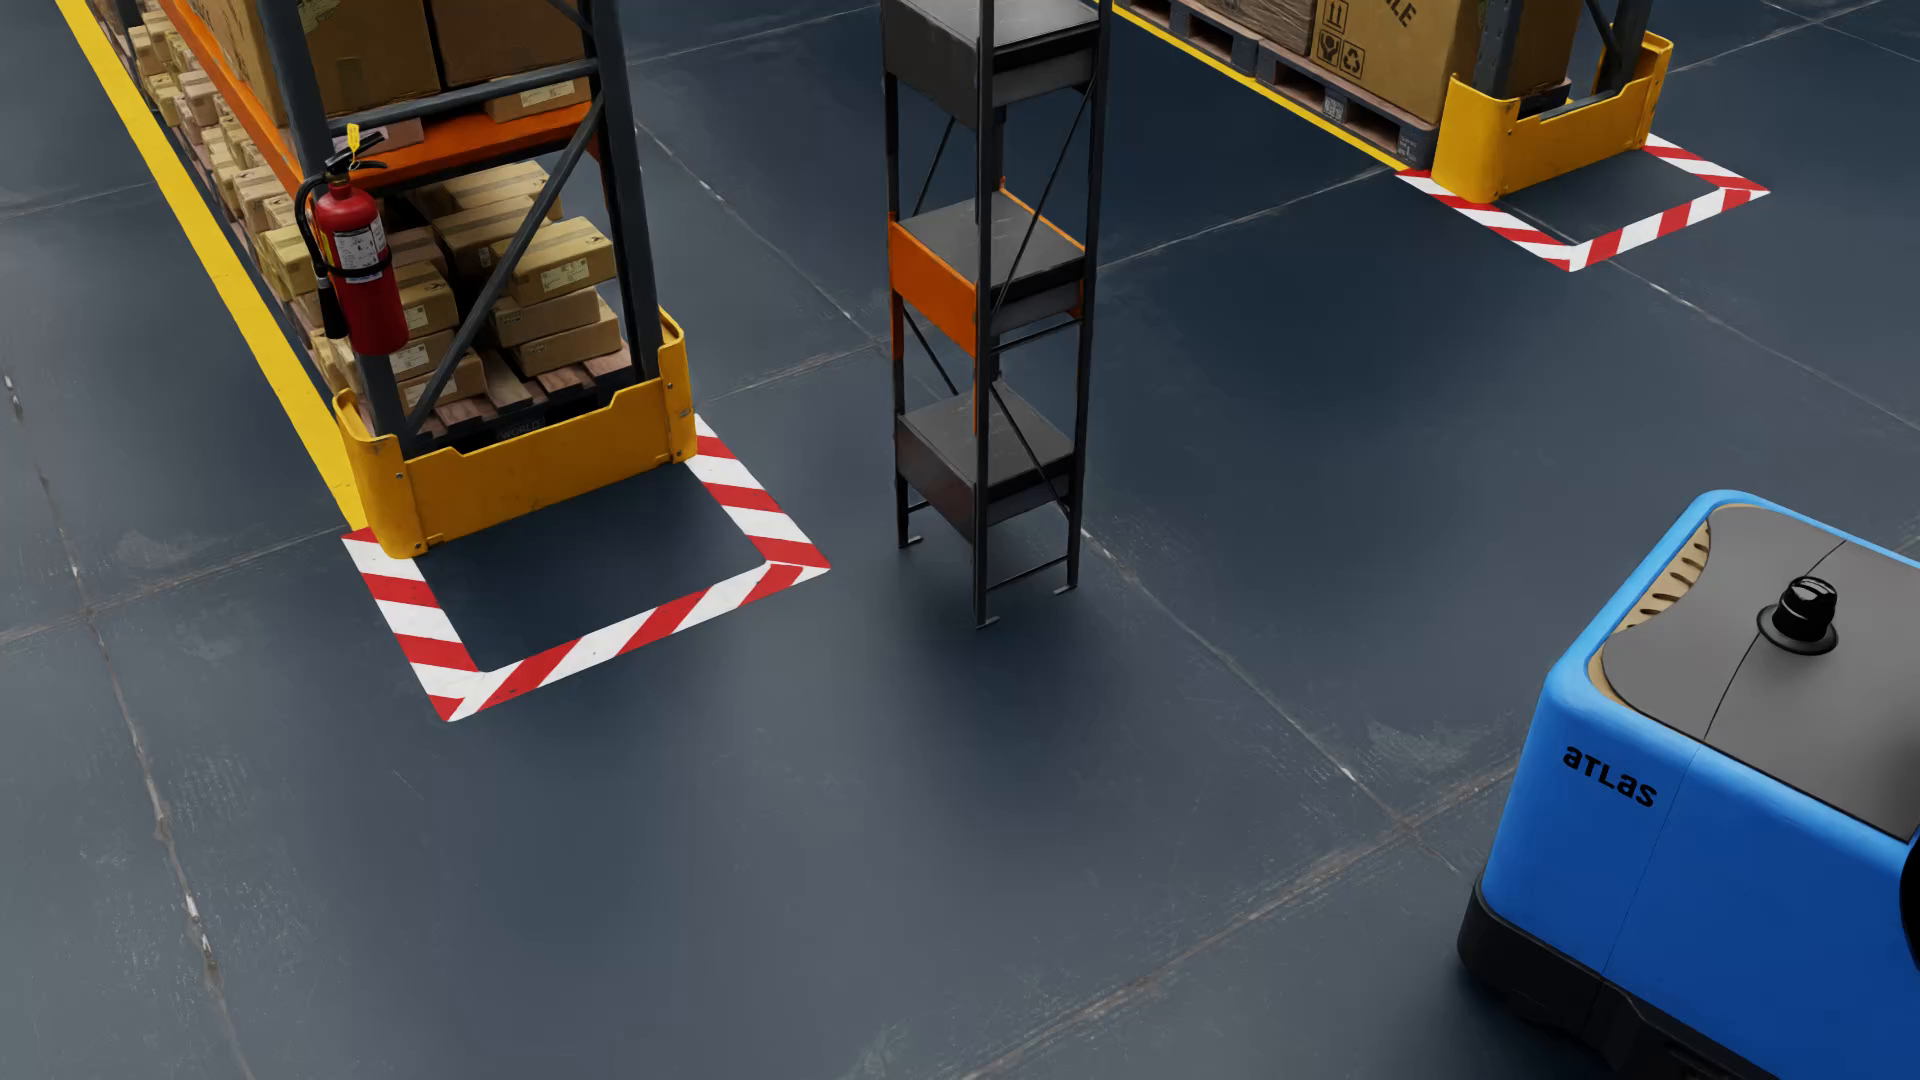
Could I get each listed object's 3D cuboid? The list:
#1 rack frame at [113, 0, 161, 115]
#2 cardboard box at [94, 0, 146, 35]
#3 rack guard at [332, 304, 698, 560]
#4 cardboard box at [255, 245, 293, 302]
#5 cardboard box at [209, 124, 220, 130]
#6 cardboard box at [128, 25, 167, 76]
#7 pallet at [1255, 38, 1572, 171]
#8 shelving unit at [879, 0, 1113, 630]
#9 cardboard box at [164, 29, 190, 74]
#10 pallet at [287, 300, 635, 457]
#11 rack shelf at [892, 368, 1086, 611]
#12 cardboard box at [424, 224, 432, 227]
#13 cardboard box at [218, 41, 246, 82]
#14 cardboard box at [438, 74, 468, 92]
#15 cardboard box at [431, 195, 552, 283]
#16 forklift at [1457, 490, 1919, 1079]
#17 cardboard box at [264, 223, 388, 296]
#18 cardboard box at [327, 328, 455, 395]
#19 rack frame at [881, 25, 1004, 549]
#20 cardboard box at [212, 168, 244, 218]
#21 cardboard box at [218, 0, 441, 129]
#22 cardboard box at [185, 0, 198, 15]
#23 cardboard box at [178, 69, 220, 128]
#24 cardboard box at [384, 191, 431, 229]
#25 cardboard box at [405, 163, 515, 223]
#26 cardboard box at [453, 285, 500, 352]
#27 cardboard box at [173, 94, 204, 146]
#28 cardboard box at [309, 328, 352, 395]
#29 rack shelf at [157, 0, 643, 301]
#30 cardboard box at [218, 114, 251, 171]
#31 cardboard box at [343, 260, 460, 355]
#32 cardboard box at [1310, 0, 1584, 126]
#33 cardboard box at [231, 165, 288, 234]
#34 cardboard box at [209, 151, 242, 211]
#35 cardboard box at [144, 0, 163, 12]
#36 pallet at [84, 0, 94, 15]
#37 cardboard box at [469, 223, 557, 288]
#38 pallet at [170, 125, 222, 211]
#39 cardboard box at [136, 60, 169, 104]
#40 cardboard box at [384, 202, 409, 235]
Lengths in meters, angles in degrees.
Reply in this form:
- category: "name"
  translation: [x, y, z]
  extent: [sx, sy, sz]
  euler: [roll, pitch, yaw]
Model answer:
- category: "rack frame"
  translation: [-3.638, -3.481, 7.585]
  extent: [1.000, 3.000, 0.127]
  euler: [-22, 45, -24]
- category: "cardboard box"
  translation: [-4.249, -2.995, 8.626]
  extent: [0.500, 0.500, 0.500]
  euler: [-23, 45, -25]
- category: "rack guard"
  translation: [-1.528, -0.403, 5.843]
  extent: [1.175, 0.500, 0.348]
  euler: [-22, 45, -24]
- category: "cardboard box"
  translation: [-2.573, -1.122, 6.652]
  extent: [0.380, 0.149, 0.250]
  euler: [-24, 46, -26]
- category: "cardboard box"
  translation: [-3.069, -1.828, 7.267]
  extent: [0.380, 0.149, 0.250]
  euler: [-20, 44, -22]
- category: "cardboard box"
  translation: [-3.713, -2.356, 7.901]
  extent: [0.380, 0.149, 0.250]
  euler: [-20, 44, -22]
- category: "pallet"
  translation: [2.253, -2.308, 8.355]
  extent: [1.003, 0.211, 1.213]
  euler: [-22, 45, -24]
- category: "shelving unit"
  translation: [0.089, -0.717, 4.971]
  extent: [0.431, 2.100, 0.503]
  euler: [-22, 45, -24]
- category: "cardboard box"
  translation: [-3.352, -2.230, 7.517]
  extent: [0.380, 0.149, 0.250]
  euler: [-23, 45, -25]
- category: "pallet"
  translation: [-1.935, -0.743, 6.476]
  extent: [1.003, 0.211, 1.213]
  euler: [-22, 45, -24]
- category: "rack shelf"
  translation: [0.089, -0.169, 5.427]
  extent: [0.431, 0.518, 0.480]
  euler: [-22, 45, -24]
- category: "cardboard box"
  translation: [-2.111, -1.307, 6.874]
  extent: [0.380, 0.149, 0.250]
  euler: [-22, 45, -24]
- category: "cardboard box"
  translation: [-2.308, -1.712, 5.657]
  extent: [0.380, 0.149, 0.250]
  euler: [-21, 44, -23]
- category: "cardboard box"
  translation: [-1.557, -1.637, 5.567]
  extent: [0.380, 0.149, 0.250]
  euler: [-21, 44, -23]
- category: "cardboard box"
  translation: [-1.732, -1.124, 6.190]
  extent: [0.380, 0.149, 0.250]
  euler: [-21, 44, -24]
- category: "forklift"
  translation: [2.745, 0.395, 2.986]
  extent: [3.031, 2.935, 1.130]
  euler: [29, 48, 30]
- category: "cardboard box"
  translation: [-2.319, -1.067, 6.121]
  extent: [0.380, 0.149, 0.250]
  euler: [-23, 45, -25]
- category: "cardboard box"
  translation: [-2.012, -0.689, 5.901]
  extent: [0.380, 0.149, 0.250]
  euler: [-23, 45, -25]
- category: "rack frame"
  translation: [-0.042, -0.849, 5.129]
  extent: [0.400, 2.100, 0.015]
  euler: [-22, 45, -24]
- category: "cardboard box"
  translation: [-2.981, -1.554, 7.171]
  extent: [0.380, 0.149, 0.250]
  euler: [-23, 45, -26]
- category: "cardboard box"
  translation: [-1.946, -1.629, 5.051]
  extent: [0.500, 0.500, 0.500]
  euler: [-21, 44, -24]
- category: "cardboard box"
  translation: [-2.499, -2.179, 5.711]
  extent: [0.500, 0.500, 0.500]
  euler: [-22, 45, -24]
- category: "cardboard box"
  translation: [-3.125, -1.932, 7.159]
  extent: [0.380, 0.149, 0.250]
  euler: [-21, 44, -24]
- category: "cardboard box"
  translation: [-2.128, -1.429, 6.788]
  extent: [0.380, 0.149, 0.250]
  euler: [-24, 46, -26]
- category: "cardboard box"
  translation: [-1.963, -1.410, 6.533]
  extent: [0.380, 0.149, 0.250]
  euler: [-24, 46, -26]
- category: "cardboard box"
  translation: [-1.709, -0.894, 6.379]
  extent: [0.380, 0.149, 0.250]
  euler: [-22, 45, -25]
- category: "cardboard box"
  translation: [-3.393, -1.980, 7.682]
  extent: [0.380, 0.149, 0.250]
  euler: [-22, 45, -25]
- category: "cardboard box"
  translation: [-2.170, -0.705, 6.151]
  extent: [0.380, 0.149, 0.250]
  euler: [-21, 44, -23]
- category: "rack shelf"
  translation: [-2.563, -2.125, 6.519]
  extent: [1.077, 0.370, 4.000]
  euler: [-22, 45, -24]
- category: "cardboard box"
  translation: [-2.809, -1.666, 6.841]
  extent: [0.380, 0.149, 0.250]
  euler: [-22, 45, -24]
- category: "cardboard box"
  translation: [-1.986, -0.815, 5.820]
  extent: [0.380, 0.149, 0.250]
  euler: [-22, 44, -24]
- category: "cardboard box"
  translation: [2.337, -2.638, 7.904]
  extent: [0.875, 0.875, 0.875]
  euler: [-22, 45, -24]
- category: "cardboard box"
  translation: [-2.596, -1.354, 6.466]
  extent: [0.380, 0.149, 0.250]
  euler: [-21, 44, -23]
- category: "cardboard box"
  translation: [-2.876, -1.528, 6.907]
  extent: [0.380, 0.149, 0.250]
  euler: [-22, 44, -24]
- category: "cardboard box"
  translation: [-3.628, -2.519, 7.864]
  extent: [0.380, 0.149, 0.250]
  euler: [-20, 44, -23]
- category: "pallet"
  translation: [-4.718, -3.489, 9.772]
  extent: [1.003, 0.211, 1.213]
  euler: [-22, 45, -24]
- category: "cardboard box"
  translation: [-1.652, -1.041, 6.323]
  extent: [0.380, 0.149, 0.250]
  euler: [-22, 45, -25]
- category: "pallet"
  translation: [-3.247, -2.060, 8.057]
  extent: [1.003, 0.211, 1.213]
  euler: [-22, 45, -24]
- category: "cardboard box"
  translation: [-3.713, -2.240, 7.994]
  extent: [0.380, 0.149, 0.250]
  euler: [-24, 46, -26]
- category: "cardboard box"
  translation: [-2.351, -1.150, 6.453]
  extent: [0.380, 0.149, 0.250]
  euler: [-23, 45, -25]
